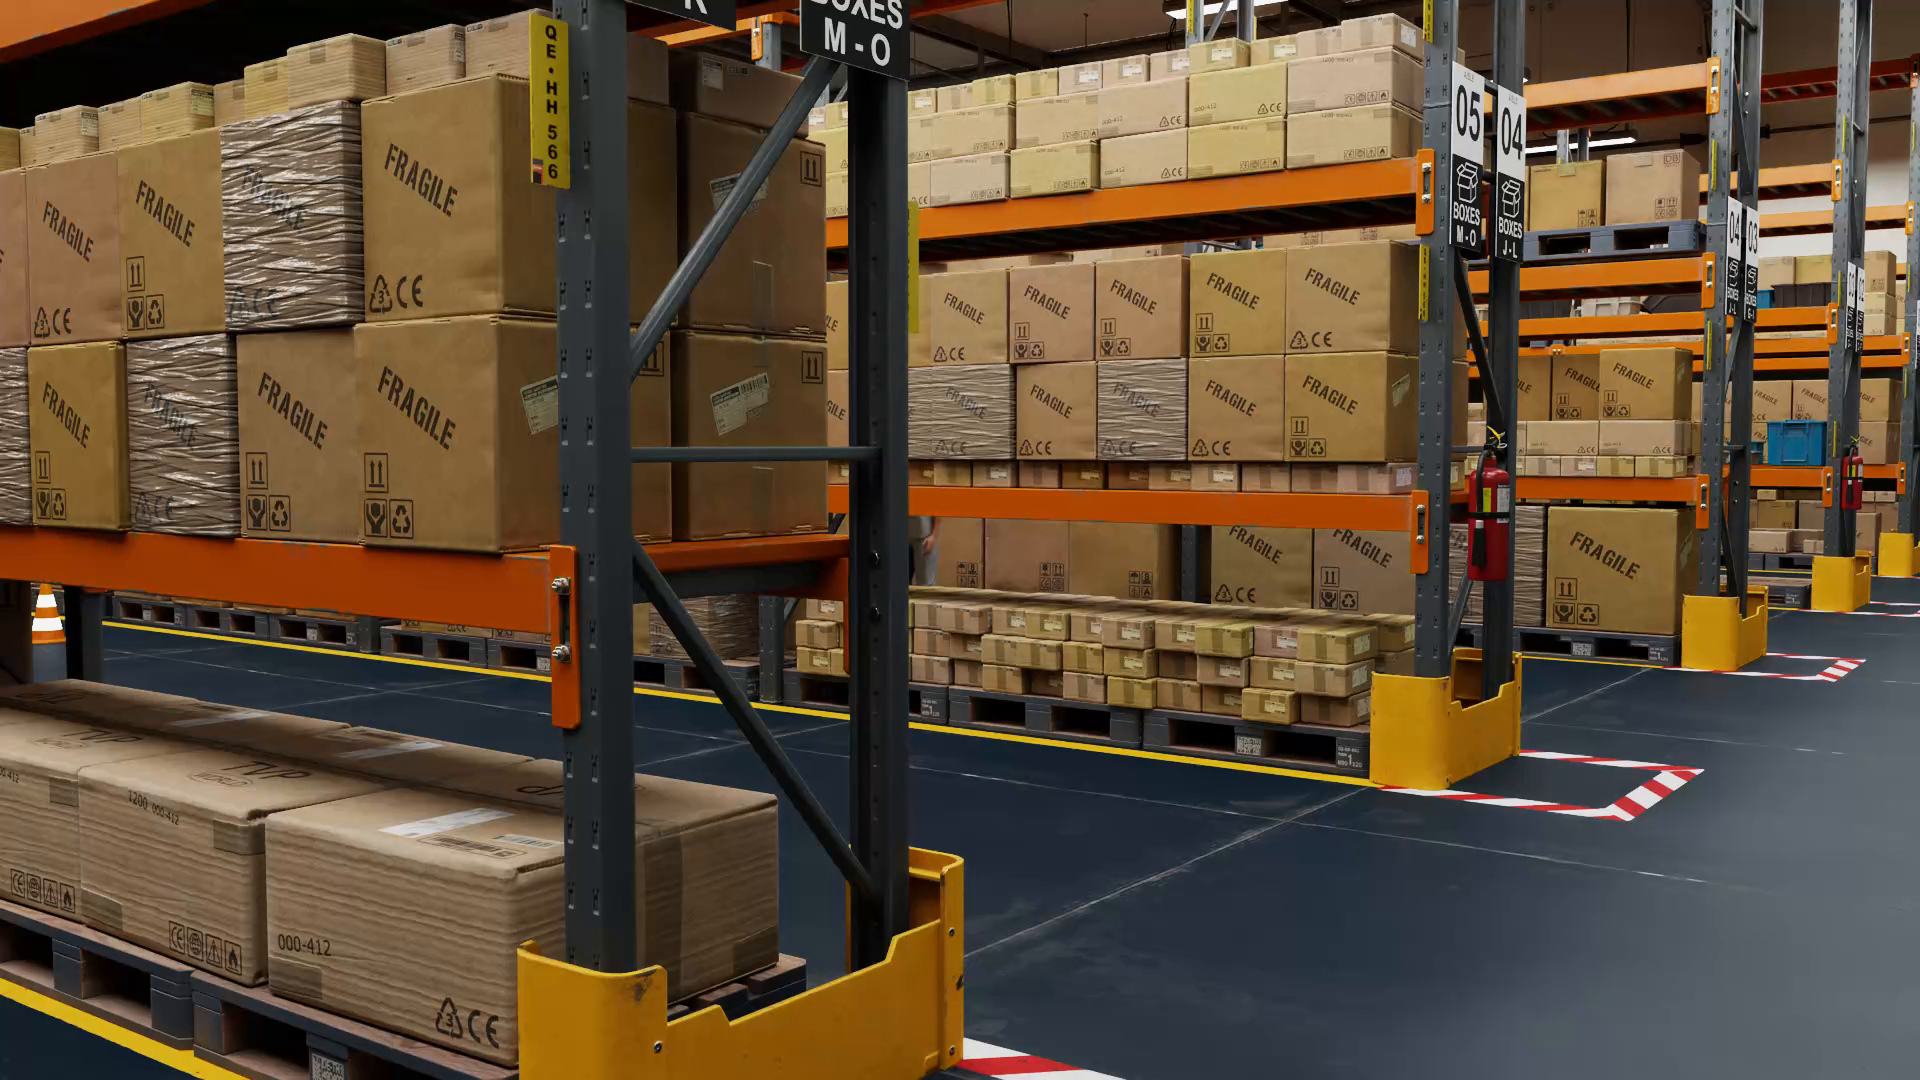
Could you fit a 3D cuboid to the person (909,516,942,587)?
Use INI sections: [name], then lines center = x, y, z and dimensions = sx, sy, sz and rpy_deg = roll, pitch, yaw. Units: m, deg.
[person]
center = -0.296, 0.001, 12.253
dimensions = 0.447, 1.666, 0.352
rpy_deg = 2, 4, 37
